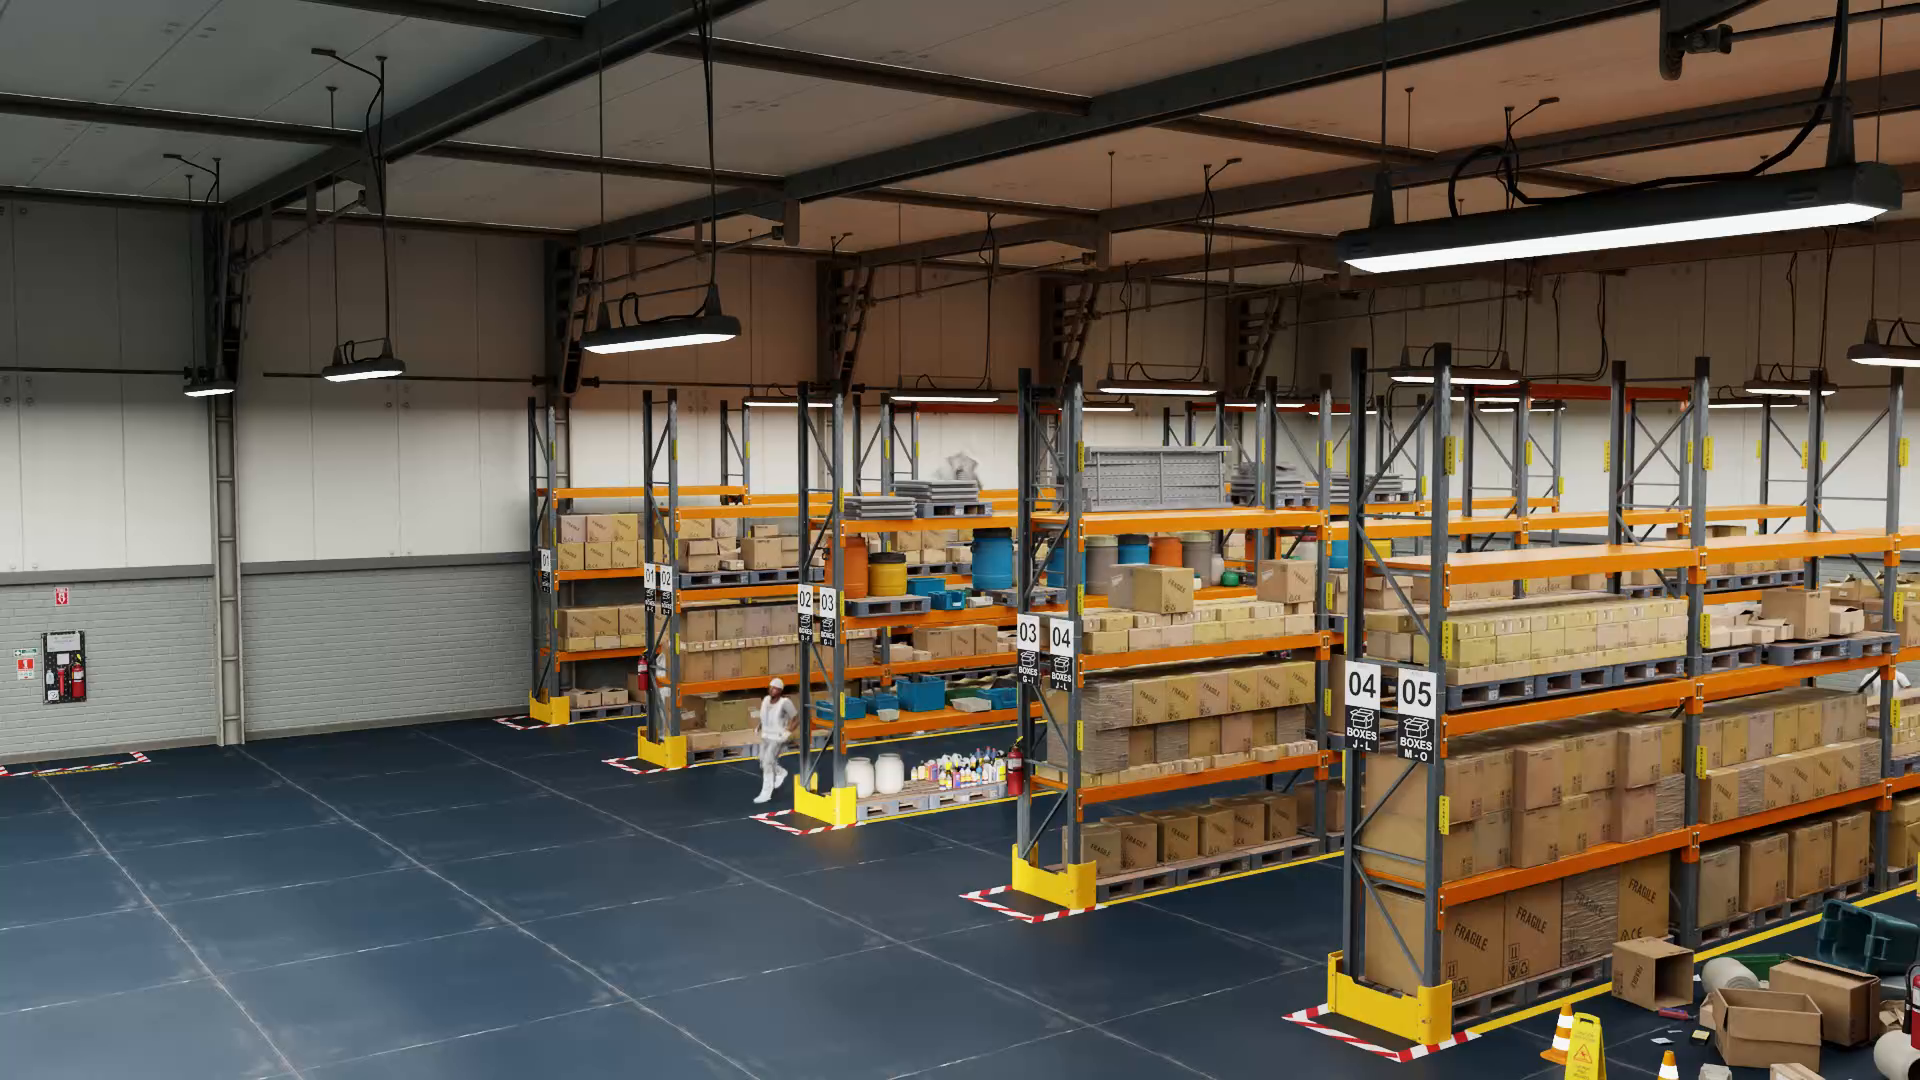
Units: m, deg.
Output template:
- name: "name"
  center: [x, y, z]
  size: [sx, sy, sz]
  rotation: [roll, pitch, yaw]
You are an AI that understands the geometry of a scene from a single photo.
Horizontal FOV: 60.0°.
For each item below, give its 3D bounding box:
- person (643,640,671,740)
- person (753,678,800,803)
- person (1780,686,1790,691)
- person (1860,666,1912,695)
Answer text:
- name: "person"
  center: [-5.142, 2.602, 28.622]
  size: [0.680, 1.776, 0.675]
  rotation: [3, 4, 40]
- name: "person"
  center: [-2.641, 2.877, 24.031]
  size: [0.728, 1.775, 0.799]
  rotation: [2, 4, 36]
- name: "person"
  center: [12.306, 2.937, 24.722]
  size: [0.664, 1.558, 0.524]
  rotation: [-3, 5, -42]
- name: "person"
  center: [14.985, 2.712, 26.923]
  size: [0.763, 1.714, 0.732]
  rotation: [2, 4, 26]
